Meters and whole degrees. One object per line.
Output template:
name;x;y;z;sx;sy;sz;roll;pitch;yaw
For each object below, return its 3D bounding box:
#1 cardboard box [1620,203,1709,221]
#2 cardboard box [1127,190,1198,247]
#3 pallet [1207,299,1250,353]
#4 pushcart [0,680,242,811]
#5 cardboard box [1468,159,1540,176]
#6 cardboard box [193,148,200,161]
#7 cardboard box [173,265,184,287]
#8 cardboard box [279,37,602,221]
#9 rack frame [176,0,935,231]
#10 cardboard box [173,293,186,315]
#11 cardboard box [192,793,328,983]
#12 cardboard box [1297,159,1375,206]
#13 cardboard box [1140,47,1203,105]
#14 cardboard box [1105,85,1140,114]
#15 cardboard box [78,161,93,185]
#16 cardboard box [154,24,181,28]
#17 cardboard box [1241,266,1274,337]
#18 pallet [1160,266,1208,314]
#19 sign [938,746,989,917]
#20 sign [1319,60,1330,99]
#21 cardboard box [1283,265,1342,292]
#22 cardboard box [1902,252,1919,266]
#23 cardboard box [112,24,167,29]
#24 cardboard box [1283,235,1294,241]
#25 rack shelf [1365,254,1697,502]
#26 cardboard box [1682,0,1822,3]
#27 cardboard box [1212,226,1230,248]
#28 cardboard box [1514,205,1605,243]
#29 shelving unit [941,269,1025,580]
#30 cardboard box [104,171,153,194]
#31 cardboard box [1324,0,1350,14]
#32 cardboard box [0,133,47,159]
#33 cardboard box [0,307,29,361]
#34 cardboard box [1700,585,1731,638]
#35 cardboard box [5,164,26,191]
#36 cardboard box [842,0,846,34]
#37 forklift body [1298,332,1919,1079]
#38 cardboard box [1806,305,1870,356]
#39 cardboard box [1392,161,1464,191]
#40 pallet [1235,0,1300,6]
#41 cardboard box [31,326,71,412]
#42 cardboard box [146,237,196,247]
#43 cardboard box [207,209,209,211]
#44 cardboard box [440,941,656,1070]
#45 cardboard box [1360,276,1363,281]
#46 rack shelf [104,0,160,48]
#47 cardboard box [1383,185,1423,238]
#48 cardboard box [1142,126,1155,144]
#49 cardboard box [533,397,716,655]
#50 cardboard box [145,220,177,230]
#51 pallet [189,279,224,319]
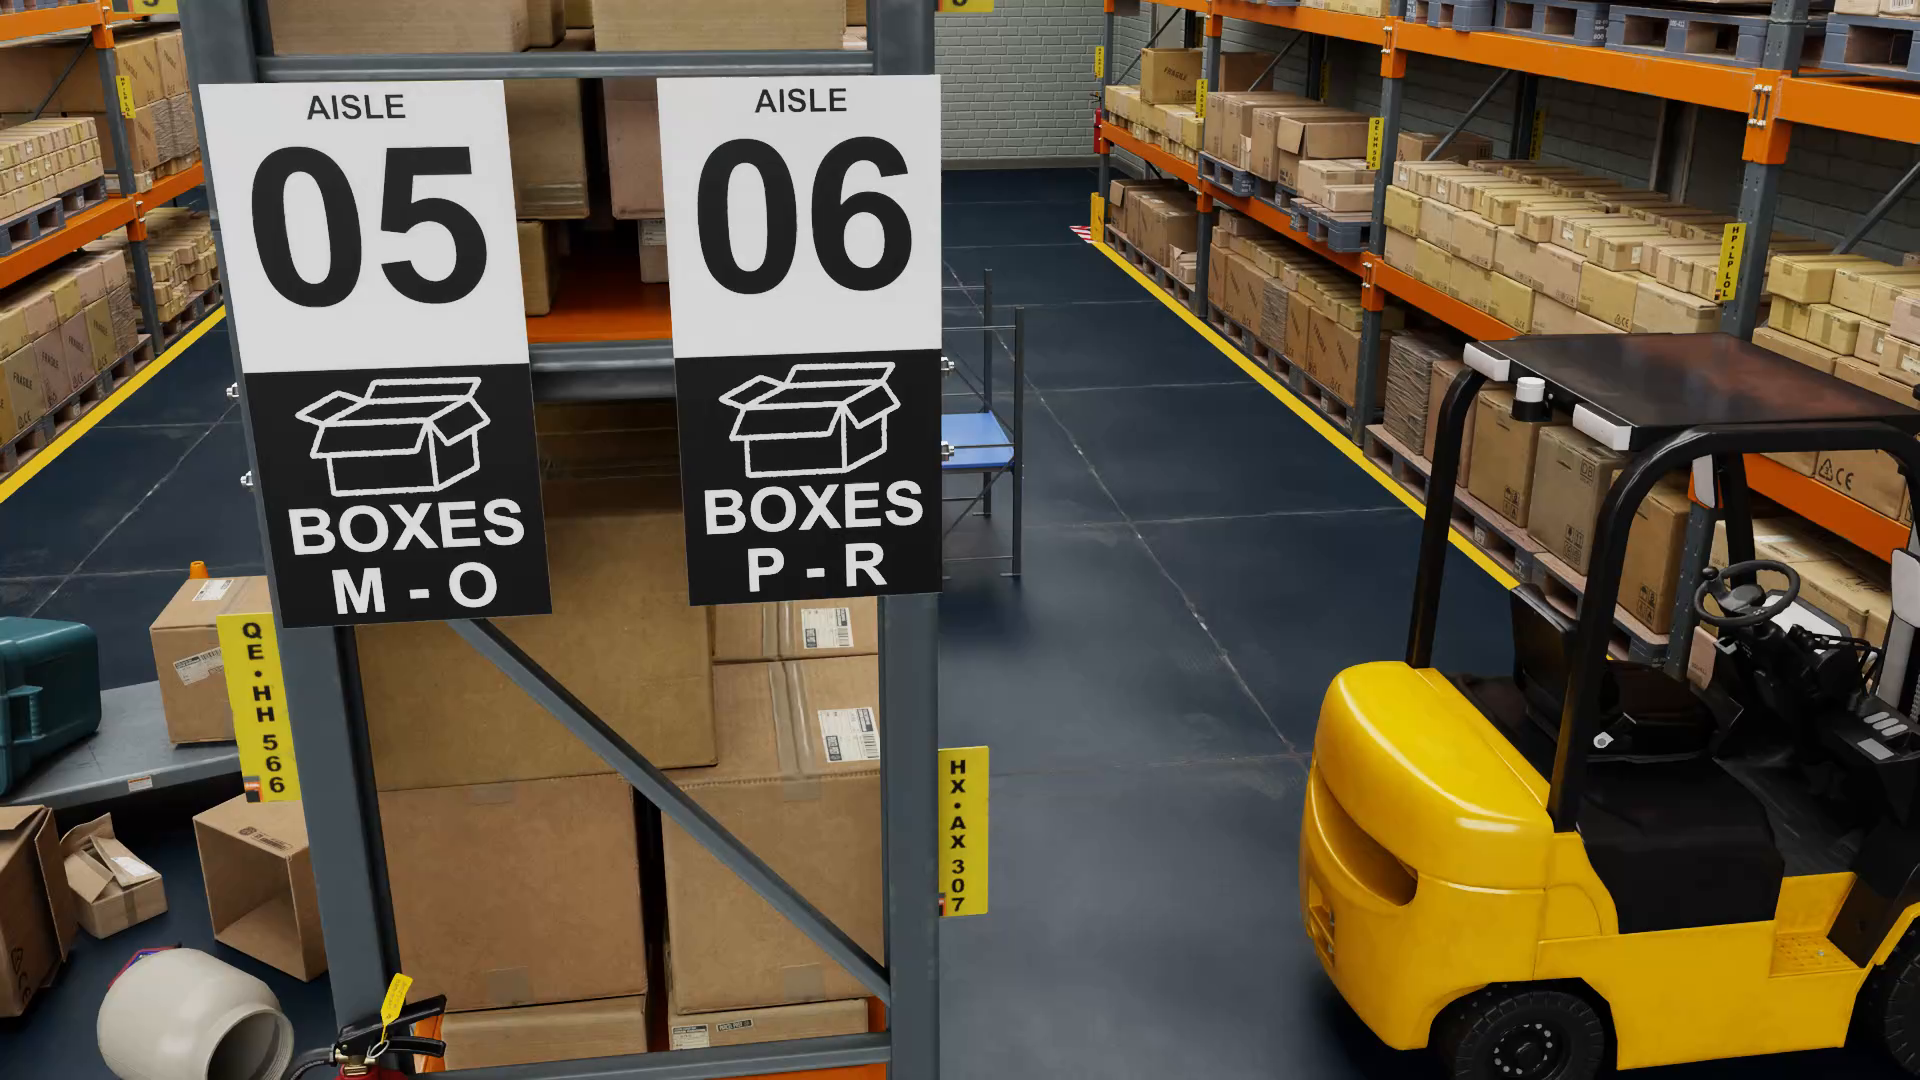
cardboard box;3.784;-1.715;8.950;0.380;0.149;0.250;-3;21;-7
cardboard box;2.146;-3.367;17.417;0.700;0.500;0.500;-2;21;-6
pallet;2.798;-1.885;14.462;1.003;0.211;1.213;-3;21;-8
pushcart;-3.364;0.911;6.738;1.648;0.377;0.936;-11;23;-26
cardboard box;3.467;-2.335;10.610;0.380;0.149;0.250;-2;21;-6
cardboard box;-7.249;-3.562;15.325;0.380;0.149;0.250;-3;21;-7
cardboard box;-7.120;-2.336;14.734;0.380;0.149;0.250;-4;21;-11
cardboard box;-0.879;-0.703;2.812;0.500;0.250;0.500;-3;21;-8
rack frame;-0.538;-1.875;1.875;1.000;3.000;0.127;-3;21;-8
cardboard box;-6.925;-2.031;14.340;0.380;0.149;0.250;-2;21;-6
cardboard box;-2.307;1.160;5.893;0.500;0.500;0.500;12;24;29
cardboard box;2.747;-2.562;11.902;0.500;0.250;0.500;-4;21;-10
cardboard box;2.082;-4.587;16.427;0.500;0.500;0.500;-2;21;-6
cardboard box;1.865;-4.755;17.948;0.500;0.250;0.500;-3;21;-7
cardboard box;-6.861;-2.797;12.675;0.380;0.149;0.250;-3;21;-7
cardboard box;-7.344;-4.653;15.890;0.500;0.500;0.500;-4;21;-10
cardboard box;2.644;-1.961;13.653;0.500;0.500;0.500;-4;21;-9
pallet;2.545;-2.403;15.848;1.003;0.211;1.213;-3;21;-8
sign;-0.002;0.502;2.847;0.100;0.325;0.005;-3;21;-8
sign;3.192;-4.043;14.599;0.100;0.325;0.005;-3;21;-8
cardboard box;2.734;-2.035;12.922;0.380;0.149;0.250;-4;21;-10
cardboard box;4.141;-1.096;6.869;0.380;0.149;0.250;-3;21;-8
cardboard box;-7.848;-4.631;15.832;0.500;0.500;0.500;-2;21;-6
cardboard box;3.025;-2.597;14.428;0.380;0.149;0.250;-3;21;-8
rack shelf;3.508;-1.057;9.287;1.077;0.370;4.000;-3;21;-8
cardboard box;3.451;-2.547;7.345;0.500;0.311;0.500;-4;21;-9
cardboard box;2.431;-2.663;14.605;0.380;0.149;0.250;-2;21;-5
cardboard box;3.199;-1.688;8.878;0.380;0.149;0.250;-3;21;-9
shelving unit;0.012;-0.673;9.375;0.538;1.500;1.048;-3;21;-8
cardboard box;-6.869;-2.932;13.638;0.380;0.149;0.250;-2;21;-6
cardboard box;2.832;-3.761;11.425;0.500;0.250;0.500;-3;21;-8
cardboard box;-6.756;-2.805;11.847;0.380;0.149;0.250;-4;21;-10
cardboard box;-6.508;-1.354;10.954;0.500;0.250;0.500;-3;21;-8
cardboard box;3.560;0.339;7.137;0.500;0.250;0.500;-3;21;-8
cardboard box;-6.676;-2.485;11.416;0.380;0.149;0.250;-2;21;-6
cardboard box;-0.415;-1.035;3.133;0.380;0.149;0.250;-3;21;-8
forklift body;2.294;0.517;5.259;2.313;2.155;1.214;-3;21;-8
cardboard box;3.621;-0.839;6.605;0.380;0.149;0.250;-2;21;-6
cardboard box;2.974;-2.312;10.549;0.380;0.149;0.250;-2;21;-6
pallet;2.820;-4.200;12.656;1.213;0.211;1.003;-3;21;-8
cardboard box;-6.580;-1.185;11.574;0.500;0.500;0.500;-3;21;-9
cardboard box;-7.200;-2.660;15.174;0.380;0.149;0.250;-4;21;-10
cardboard box;-7.402;-3.289;16.860;0.380;0.149;0.250;-3;21;-7
cardboard box;-0.804;0.934;3.287;0.380;0.149;0.250;-2;21;-6
cardboard box;3.293;-1.974;12.761;0.380;0.149;0.250;-3;21;-9
rack shelf;-7.440;-4.696;14.742;1.077;0.370;4.000;-3;21;-8
cardboard box;3.017;-2.083;10.506;0.500;0.250;0.500;-3;21;-8
cardboard box;2.037;-4.072;16.691;0.380;0.149;0.250;-2;21;-7
cardboard box;-0.894;-0.061;3.595;0.700;0.500;0.500;-3;21;-7
cardboard box;-7.803;-2.996;16.076;0.380;0.149;0.250;-4;21;-10
pallet;-7.463;-2.283;15.526;1.003;0.211;1.213;-3;21;-8
